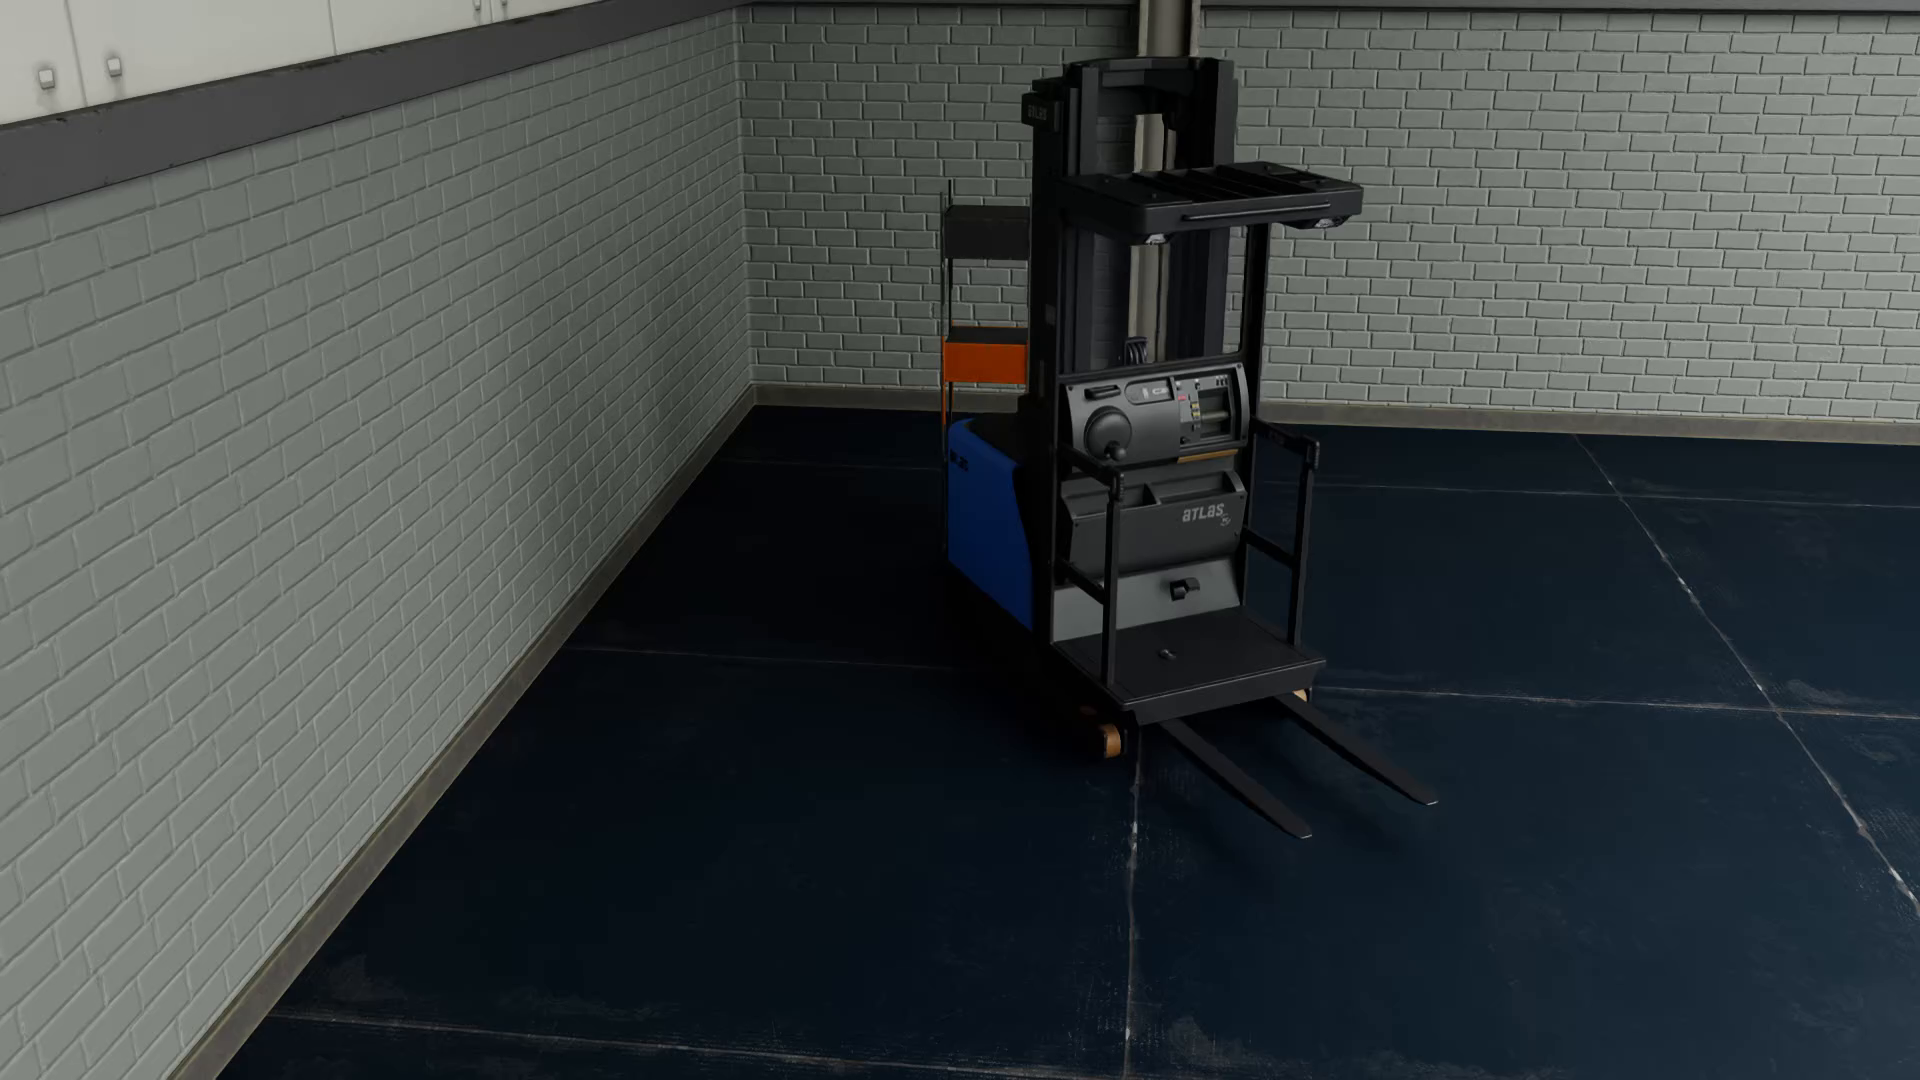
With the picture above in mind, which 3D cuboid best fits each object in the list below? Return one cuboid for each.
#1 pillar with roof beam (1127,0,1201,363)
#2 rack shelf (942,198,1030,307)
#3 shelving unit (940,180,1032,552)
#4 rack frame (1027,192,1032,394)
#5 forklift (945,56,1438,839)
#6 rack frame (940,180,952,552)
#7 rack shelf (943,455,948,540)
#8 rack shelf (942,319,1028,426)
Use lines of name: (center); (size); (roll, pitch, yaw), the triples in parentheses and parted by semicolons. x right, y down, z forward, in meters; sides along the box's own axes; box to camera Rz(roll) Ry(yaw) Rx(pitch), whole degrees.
pillar with roof beam: (0.883, -3.459, 6.450); (0.400, 9.000, 9.100); (2, 22, 6)
rack shelf: (0.164, -1.608, 9.283); (0.480, 0.518, 0.431); (2, 22, 6)
shelving unit: (0.164, -0.969, 9.536); (0.503, 2.100, 0.431); (2, 22, 6)
rack frame: (0.407, -0.959, 9.509); (0.015, 2.100, 0.400); (2, 22, 6)
forklift: (0.992, -0.561, 7.371); (1.130, 2.935, 3.031); (-9, 23, -23)
rack frame: (-0.078, -0.980, 9.562); (0.015, 2.100, 0.400); (2, 22, 6)
rack shelf: (0.164, -0.306, 9.798); (0.480, 0.518, 0.431); (2, 22, 6)
rack shelf: (0.164, -0.957, 9.541); (0.480, 0.518, 0.431); (2, 22, 6)
